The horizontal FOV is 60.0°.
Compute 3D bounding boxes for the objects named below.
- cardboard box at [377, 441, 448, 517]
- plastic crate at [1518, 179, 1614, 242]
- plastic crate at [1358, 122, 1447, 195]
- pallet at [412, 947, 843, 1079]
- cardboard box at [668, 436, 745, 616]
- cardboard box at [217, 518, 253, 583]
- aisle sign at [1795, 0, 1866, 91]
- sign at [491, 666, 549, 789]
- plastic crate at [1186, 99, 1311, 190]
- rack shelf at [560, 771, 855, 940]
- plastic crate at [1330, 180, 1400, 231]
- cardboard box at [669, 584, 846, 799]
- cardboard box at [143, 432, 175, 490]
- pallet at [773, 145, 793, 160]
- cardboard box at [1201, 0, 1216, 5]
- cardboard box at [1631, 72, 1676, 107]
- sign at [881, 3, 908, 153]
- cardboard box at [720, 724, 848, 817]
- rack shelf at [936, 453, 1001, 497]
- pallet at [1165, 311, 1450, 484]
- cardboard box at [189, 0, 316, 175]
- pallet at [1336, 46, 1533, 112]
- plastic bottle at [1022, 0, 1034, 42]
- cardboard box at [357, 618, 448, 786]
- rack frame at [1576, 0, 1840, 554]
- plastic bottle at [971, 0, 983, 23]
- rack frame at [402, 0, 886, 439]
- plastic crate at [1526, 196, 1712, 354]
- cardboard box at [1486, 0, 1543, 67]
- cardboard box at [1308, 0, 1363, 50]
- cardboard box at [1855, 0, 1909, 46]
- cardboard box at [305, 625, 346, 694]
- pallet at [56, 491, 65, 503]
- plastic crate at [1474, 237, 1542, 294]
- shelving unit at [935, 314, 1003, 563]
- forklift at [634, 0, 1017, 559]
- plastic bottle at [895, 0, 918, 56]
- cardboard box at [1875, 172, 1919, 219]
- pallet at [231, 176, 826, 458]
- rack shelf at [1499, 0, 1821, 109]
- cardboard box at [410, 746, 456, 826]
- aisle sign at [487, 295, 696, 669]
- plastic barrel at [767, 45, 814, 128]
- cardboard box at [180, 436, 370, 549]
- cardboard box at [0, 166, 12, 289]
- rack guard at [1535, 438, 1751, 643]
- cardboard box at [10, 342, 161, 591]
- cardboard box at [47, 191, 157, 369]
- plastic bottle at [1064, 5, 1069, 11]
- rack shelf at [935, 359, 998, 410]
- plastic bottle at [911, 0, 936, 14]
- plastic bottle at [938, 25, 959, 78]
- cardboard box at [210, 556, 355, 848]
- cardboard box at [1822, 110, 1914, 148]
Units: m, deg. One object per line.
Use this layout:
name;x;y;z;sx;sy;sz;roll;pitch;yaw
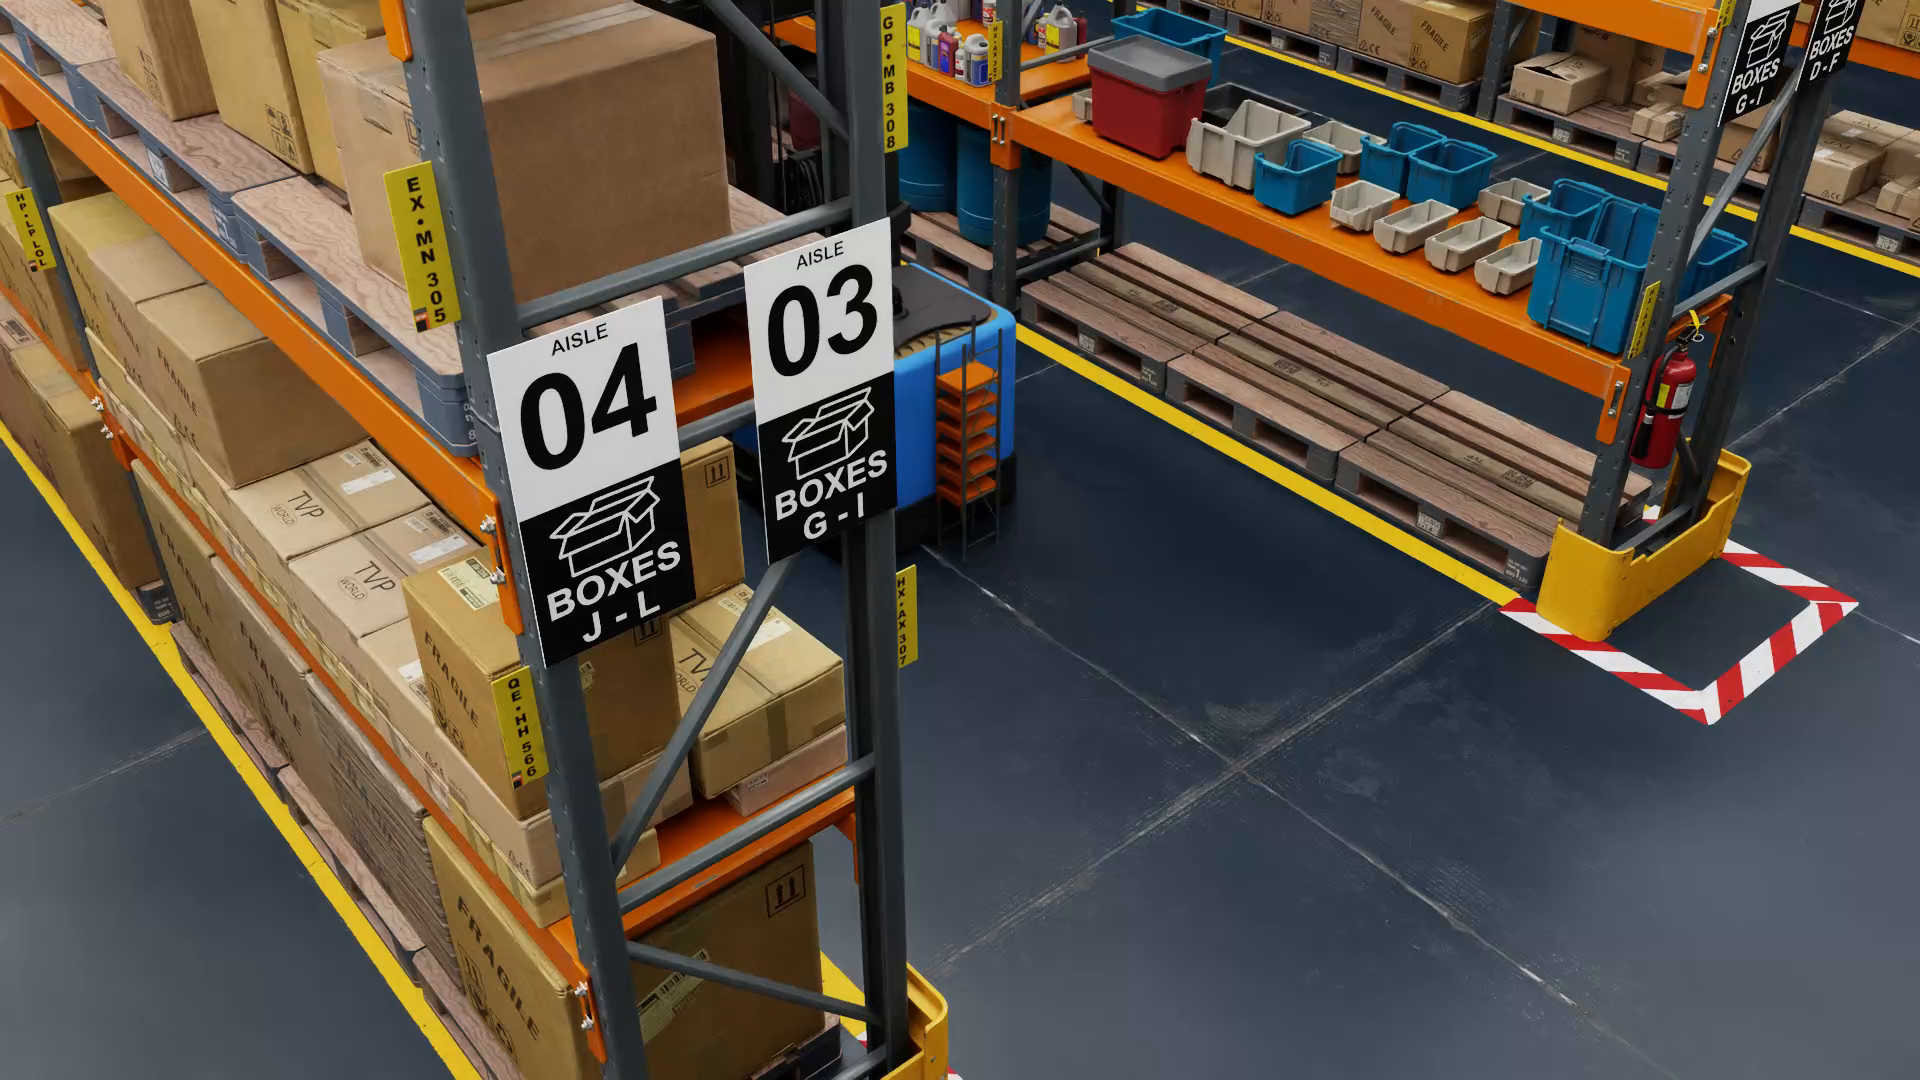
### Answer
cardboard box;-1.692;-0.244;5.872;0.500;0.250;0.500;-27;43;-33
plastic crate;2.866;-1.519;7.892;0.416;0.233;0.300;-26;43;-32
plastic crate;2.247;-1.942;8.490;0.416;0.233;0.300;-26;43;-32
pallet;-1.161;1.621;5.778;1.003;0.211;1.213;-26;43;-32
cardboard box;-1.012;-0.092;5.009;0.500;0.500;0.500;-27;43;-33
cardboard box;-2.393;-0.030;5.914;0.380;0.149;0.250;-25;43;-31
aisle sign;3.472;-2.180;6.484;0.394;0.787;0.004;-26;43;-32
sign;-1.009;0.434;3.835;0.100;0.325;0.005;-26;43;-32
plastic crate;1.462;-2.040;8.585;0.437;0.282;0.530;-26;43;-32
rack shelf;-1.876;0.138;5.913;0.919;0.124;3.809;-26;43;-32
plastic crate;1.954;-1.621;8.119;0.298;0.136;0.250;-26;43;-32
cardboard box;-0.689;0.434;4.914;0.500;0.250;0.500;-27;43;-33
cardboard box;-2.890;-0.370;6.394;0.380;0.149;0.250;-25;42;-30
pallet;-0.641;-2.563;11.687;1.003;0.211;1.213;-26;43;-32
cardboard box;2.240;-5.041;14.555;0.500;0.500;0.500;-28;44;-33
cardboard box;5.275;-3.379;12.512;0.380;0.149;0.250;-26;43;-32
sign;-0.158;-1.010;3.661;0.100;0.325;0.005;-26;43;-32
cardboard box;-0.562;0.630;4.983;0.380;0.149;0.250;-25;43;-31
rack shelf;0.040;-0.329;7.961;0.258;0.103;0.180;-27;43;-33
pallet;1.913;-0.819;9.224;1.003;0.211;1.213;-26;43;-32
cardboard box;-1.604;-1.383;4.476;0.700;0.500;0.500;-29;45;-35
pallet;3.849;-3.859;13.516;1.003;0.211;1.213;-26;43;-32
plastic bottle;0.373;-3.264;10.370;0.152;0.276;0.135;-26;43;-32
cardboard box;-1.428;0.408;4.951;0.500;0.250;0.500;-27;43;-33
rack frame;3.198;-1.040;7.123;1.000;3.000;0.127;-26;43;-32
plastic bottle;0.133;-3.472;10.658;0.061;0.283;0.133;-26;43;-32
rack frame;-0.585;-1.641;2.781;1.000;3.000;0.127;-26;43;-32
plastic crate;2.839;-1.157;7.206;0.616;0.435;0.499;-26;43;-32
cardboard box;4.277;-4.116;13.248;0.500;0.500;0.500;-28;44;-34
cardboard box;3.230;-4.365;13.601;0.500;0.500;0.500;-25;43;-31
cardboard box;5.832;-3.473;10.472;0.500;0.500;0.500;-26;43;-31
cardboard box;-1.895;0.311;5.434;0.380;0.149;0.250;-26;43;-32
pallet;-4.514;-0.672;9.017;1.003;0.211;1.213;-26;43;-32
plastic crate;2.534;-1.250;7.595;0.396;0.136;0.243;-26;43;-32
shelving unit;0.040;-0.464;7.866;0.258;1.200;0.189;-27;43;-33
forklift;-1.069;-1.847;8.322;1.130;2.935;3.031;-27;43;-33
plastic bottle;-0.346;-3.152;10.147;0.144;0.351;0.185;-26;43;-32
cardboard box;6.253;-2.270;10.931;0.380;0.166;0.250;-26;43;-32
pallet;-1.072;-0.704;4.131;1.003;0.211;1.213;-26;43;-32
rack shelf;1.908;-2.854;7.711;1.077;0.370;4.000;-26;43;-32
cardboard box;-1.398;0.649;4.955;0.380;0.149;0.250;-26;43;-32
aisle sign;-0.768;-0.110;3.561;0.394;0.787;0.004;-26;43;-32
plastic barrel;-1.203;-3.303;12.107;0.421;0.512;0.421;0;35;0
cardboard box;-2.408;-0.266;5.903;0.500;0.250;0.500;-25;42;-31
cardboard box;-4.334;-1.553;7.762;0.500;0.500;0.500;-27;43;-32
rack guard;3.224;-0.014;7.838;1.175;0.500;0.348;-26;43;-32
cardboard box;-3.595;-0.538;7.890;1.225;0.875;0.875;-26;43;-32
cardboard box;-3.053;-1.018;6.316;0.500;0.500;0.500;-26;43;-32
plastic bottle;0.620;-3.139;10.187;0.061;0.283;0.133;-26;43;-32
rack shelf;0.040;-0.721;7.684;0.258;0.103;0.180;-27;43;-33
plastic bottle;-0.235;-3.205;10.223;0.144;0.351;0.185;-26;43;-32
plastic bottle;-0.069;-2.897;9.846;0.061;0.283;0.133;-26;43;-32
cardboard box;-2.221;0.455;6.487;0.875;0.875;0.875;-26;43;-32
cardboard box;6.205;-2.731;11.509;0.500;0.250;0.500;-26;43;-32
